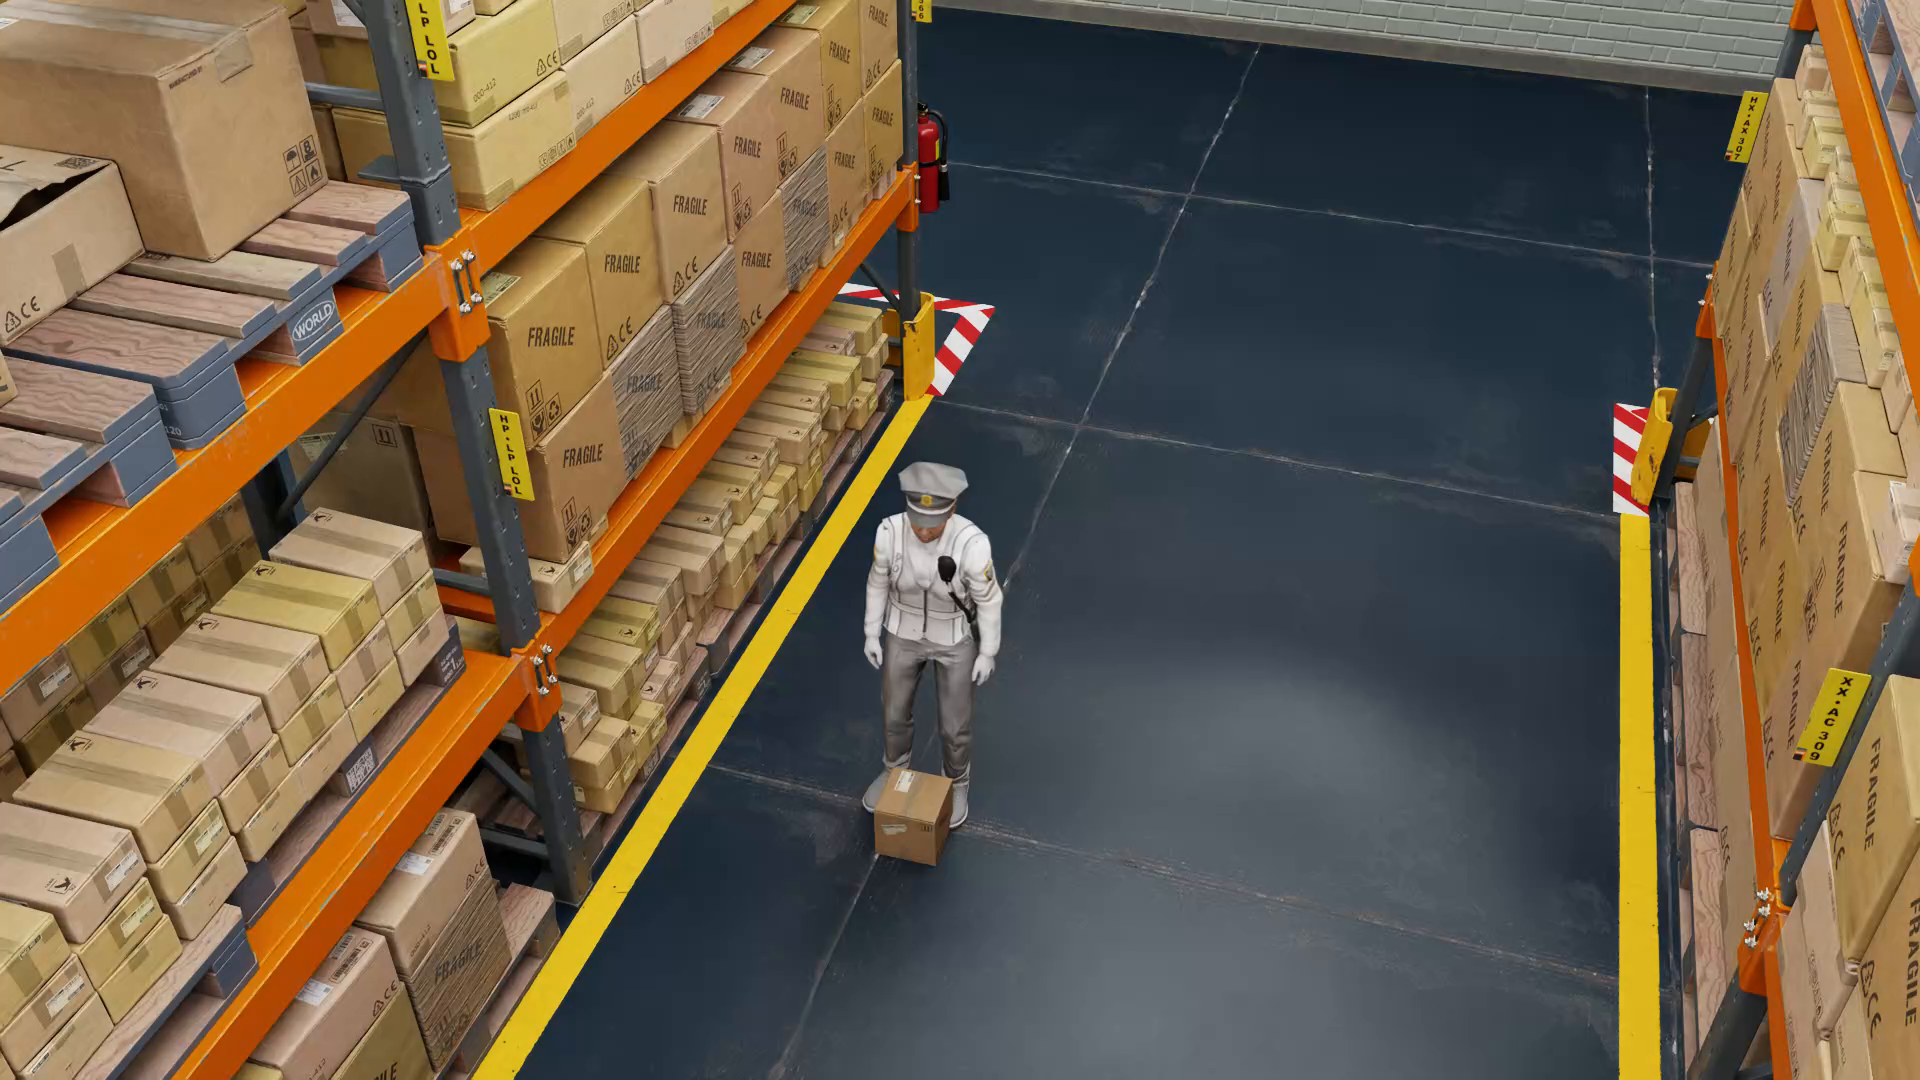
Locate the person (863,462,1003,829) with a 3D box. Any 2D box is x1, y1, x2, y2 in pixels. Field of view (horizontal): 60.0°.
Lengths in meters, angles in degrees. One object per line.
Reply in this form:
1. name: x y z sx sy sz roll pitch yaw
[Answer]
1. person: -0.112 0.395 6.368 0.541 1.662 0.375 9 38 11
